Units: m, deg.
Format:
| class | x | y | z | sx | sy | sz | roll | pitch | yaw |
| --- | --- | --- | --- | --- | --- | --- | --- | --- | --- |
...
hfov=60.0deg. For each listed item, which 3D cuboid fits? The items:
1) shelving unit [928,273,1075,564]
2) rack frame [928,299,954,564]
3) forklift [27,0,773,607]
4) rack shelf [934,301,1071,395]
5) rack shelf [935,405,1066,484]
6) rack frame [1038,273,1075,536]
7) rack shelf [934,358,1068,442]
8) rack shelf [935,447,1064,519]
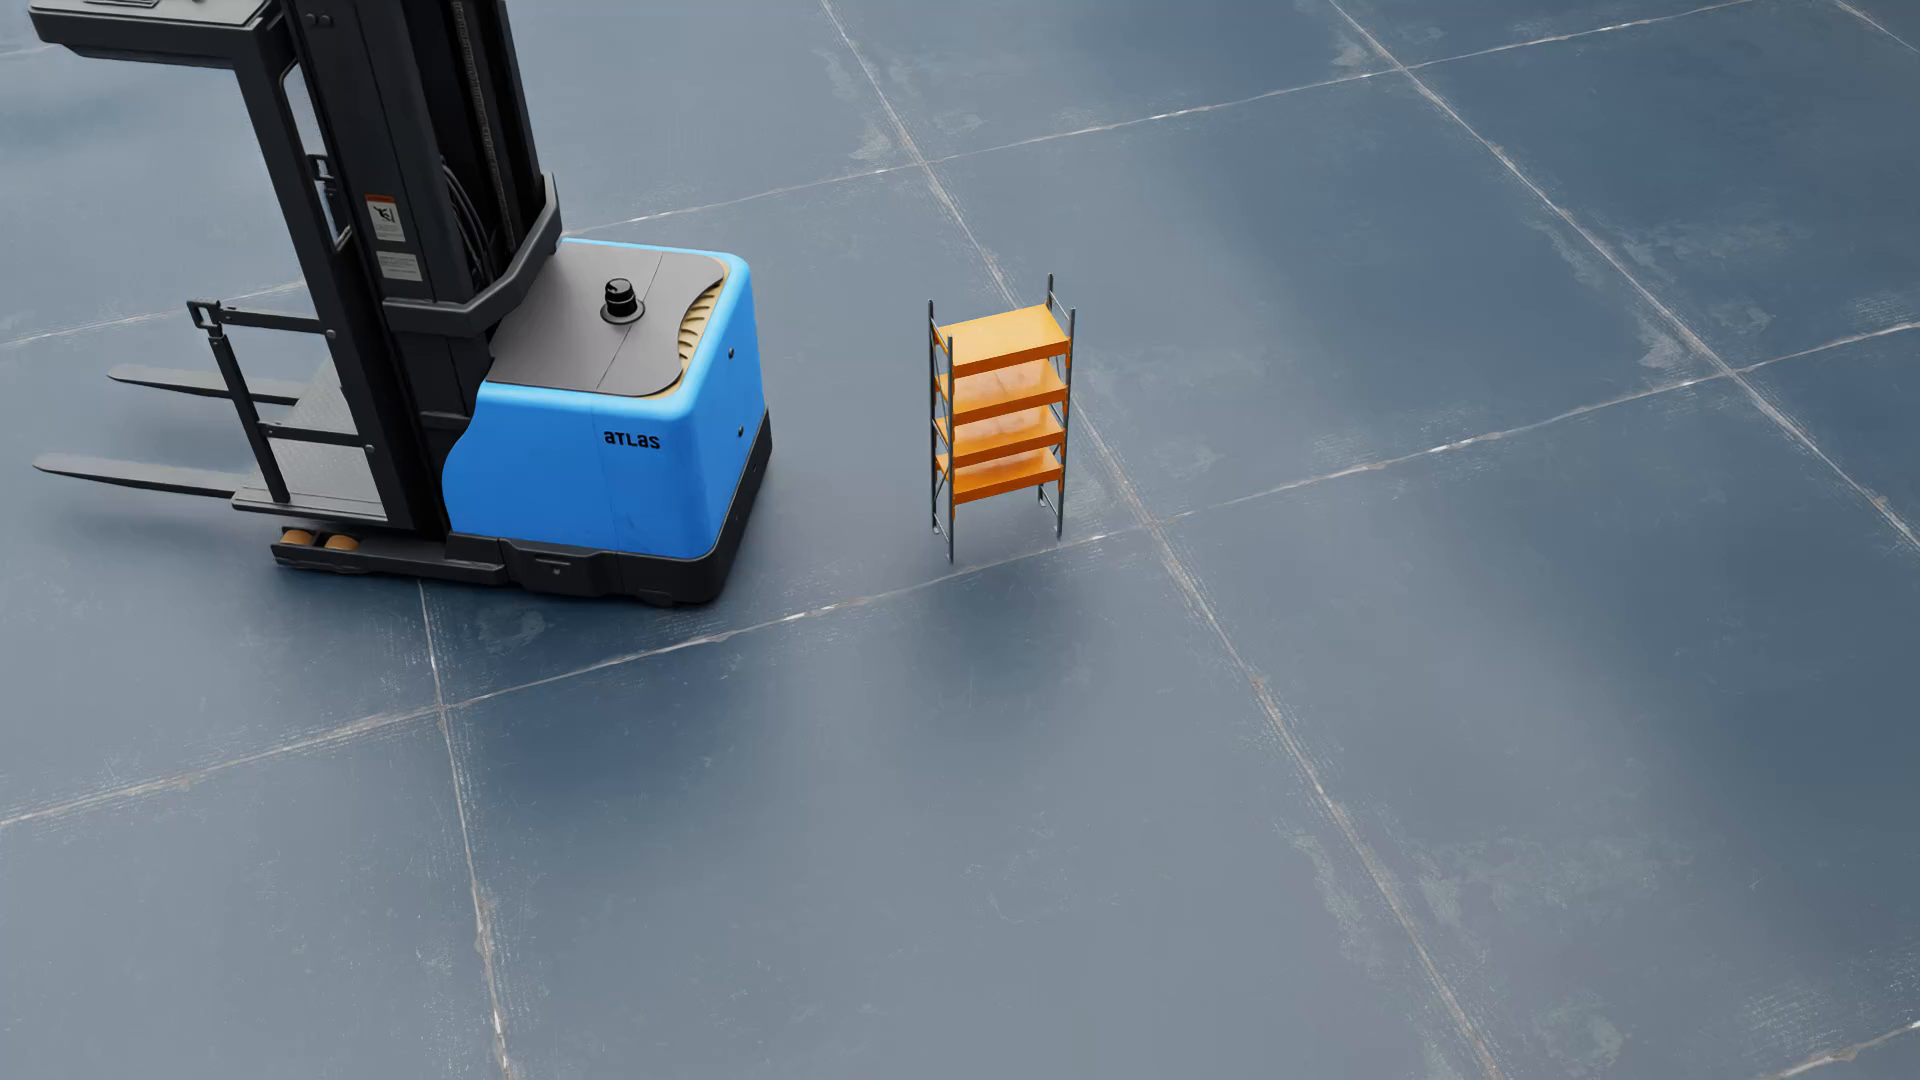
| class | x | y | z | sx | sy | sz | roll | pitch | yaw |
| --- | --- | --- | --- | --- | --- | --- | --- | --- | --- |
| shelving unit | 0.156 | -0.463 | 6.674 | 0.503 | 1.200 | 0.258 | -14 | 47 | -14 |
| rack frame | -0.074 | -0.405 | 6.616 | 0.015 | 1.200 | 0.240 | -14 | 47 | -14 |
| forklift | -2.394 | -1.256 | 6.242 | 3.031 | 2.935 | 1.130 | 6 | 45 | 6 |
| rack shelf | 0.156 | -0.741 | 6.396 | 0.480 | 0.148 | 0.258 | -14 | 47 | -14 |
| rack shelf | 0.156 | -0.416 | 6.722 | 0.480 | 0.148 | 0.258 | -14 | 47 | -14 |
| rack frame | 0.385 | -0.522 | 6.732 | 0.015 | 1.200 | 0.240 | -14 | 47 | -14 |
| rack shelf | 0.156 | -0.574 | 6.563 | 0.480 | 0.148 | 0.258 | -14 | 47 | -14 |
| rack shelf | 0.156 | -0.276 | 6.862 | 0.480 | 0.148 | 0.258 | -14 | 47 | -14 |
